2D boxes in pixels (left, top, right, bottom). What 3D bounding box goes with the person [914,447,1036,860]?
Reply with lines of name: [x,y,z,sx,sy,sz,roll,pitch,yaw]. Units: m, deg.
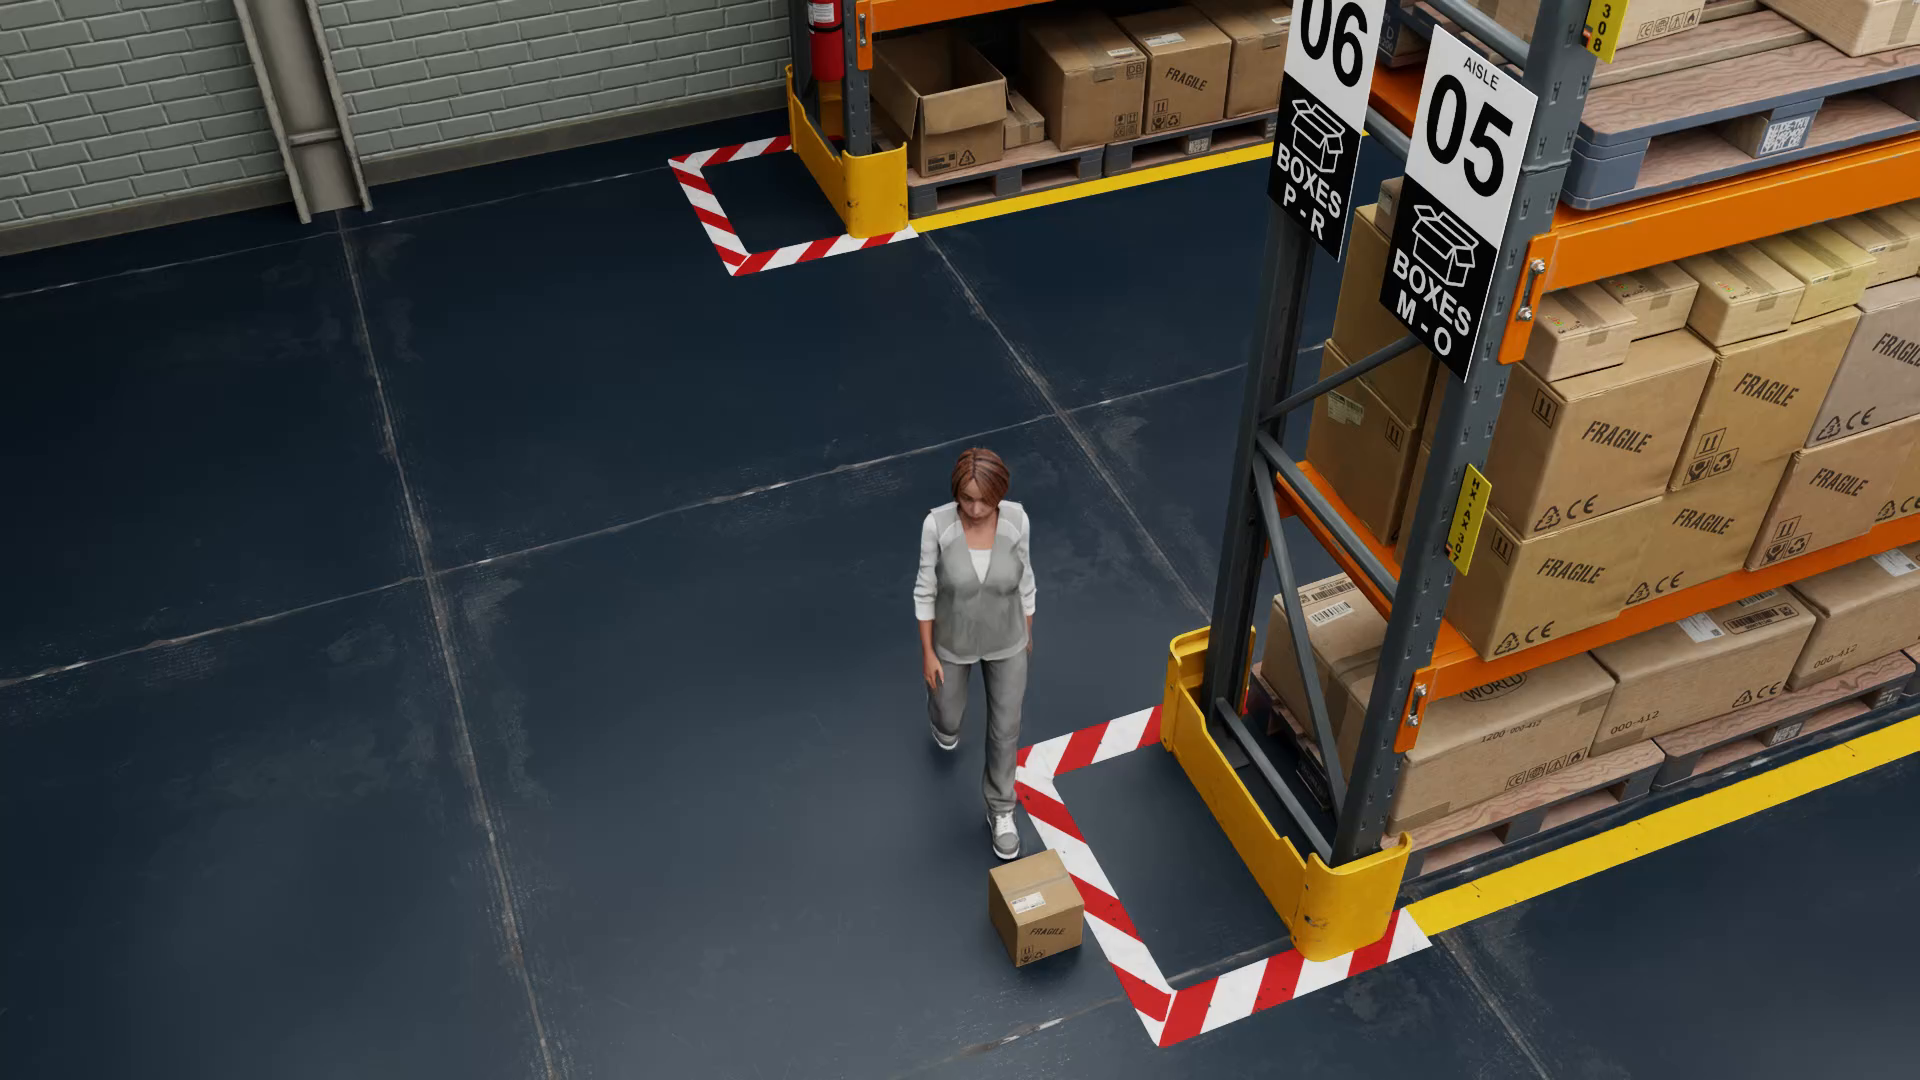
person: [0.056,0.356,5.772,0.424,1.569,0.742,-4,42,-4]
